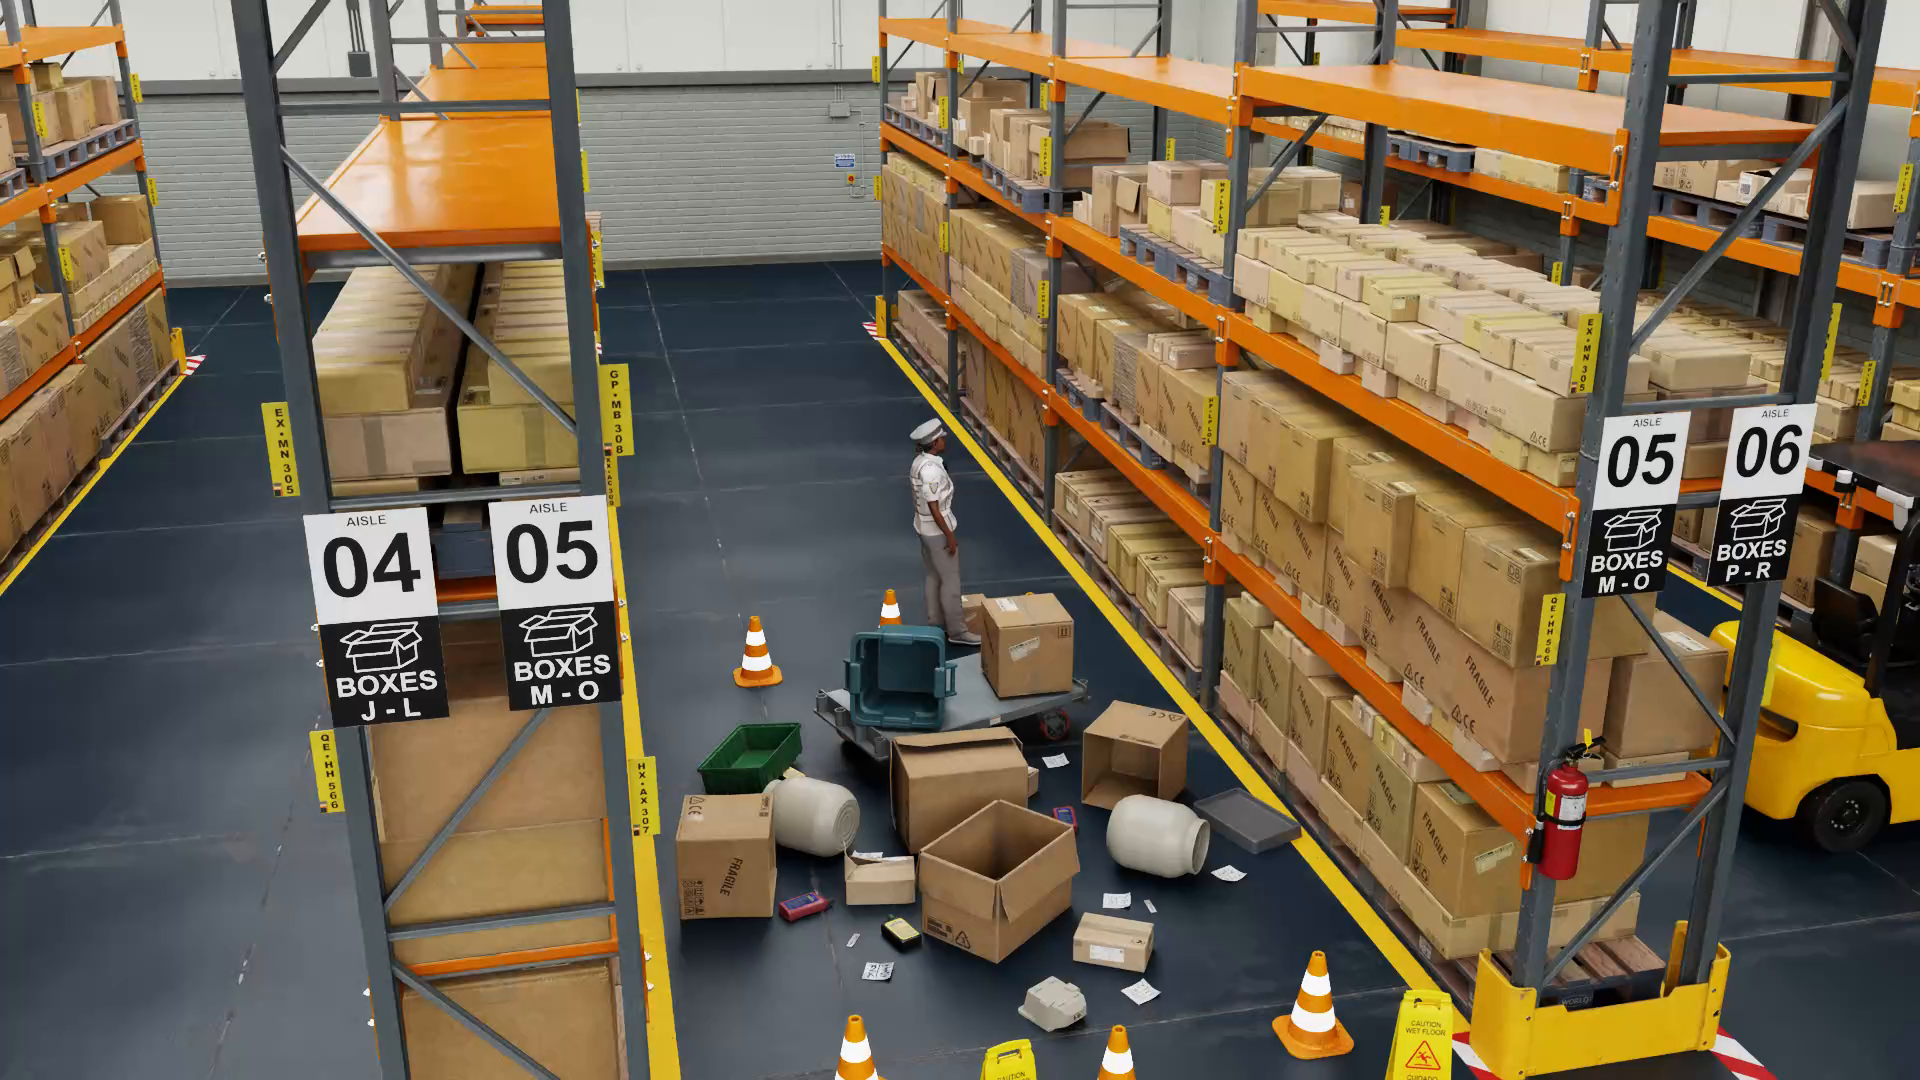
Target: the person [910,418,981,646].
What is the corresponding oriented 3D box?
[{"bbox_3d":[-0.102,-0.077,12.483,0.529,1.694,0.568,-5,20,-12],"label":"person"}]
